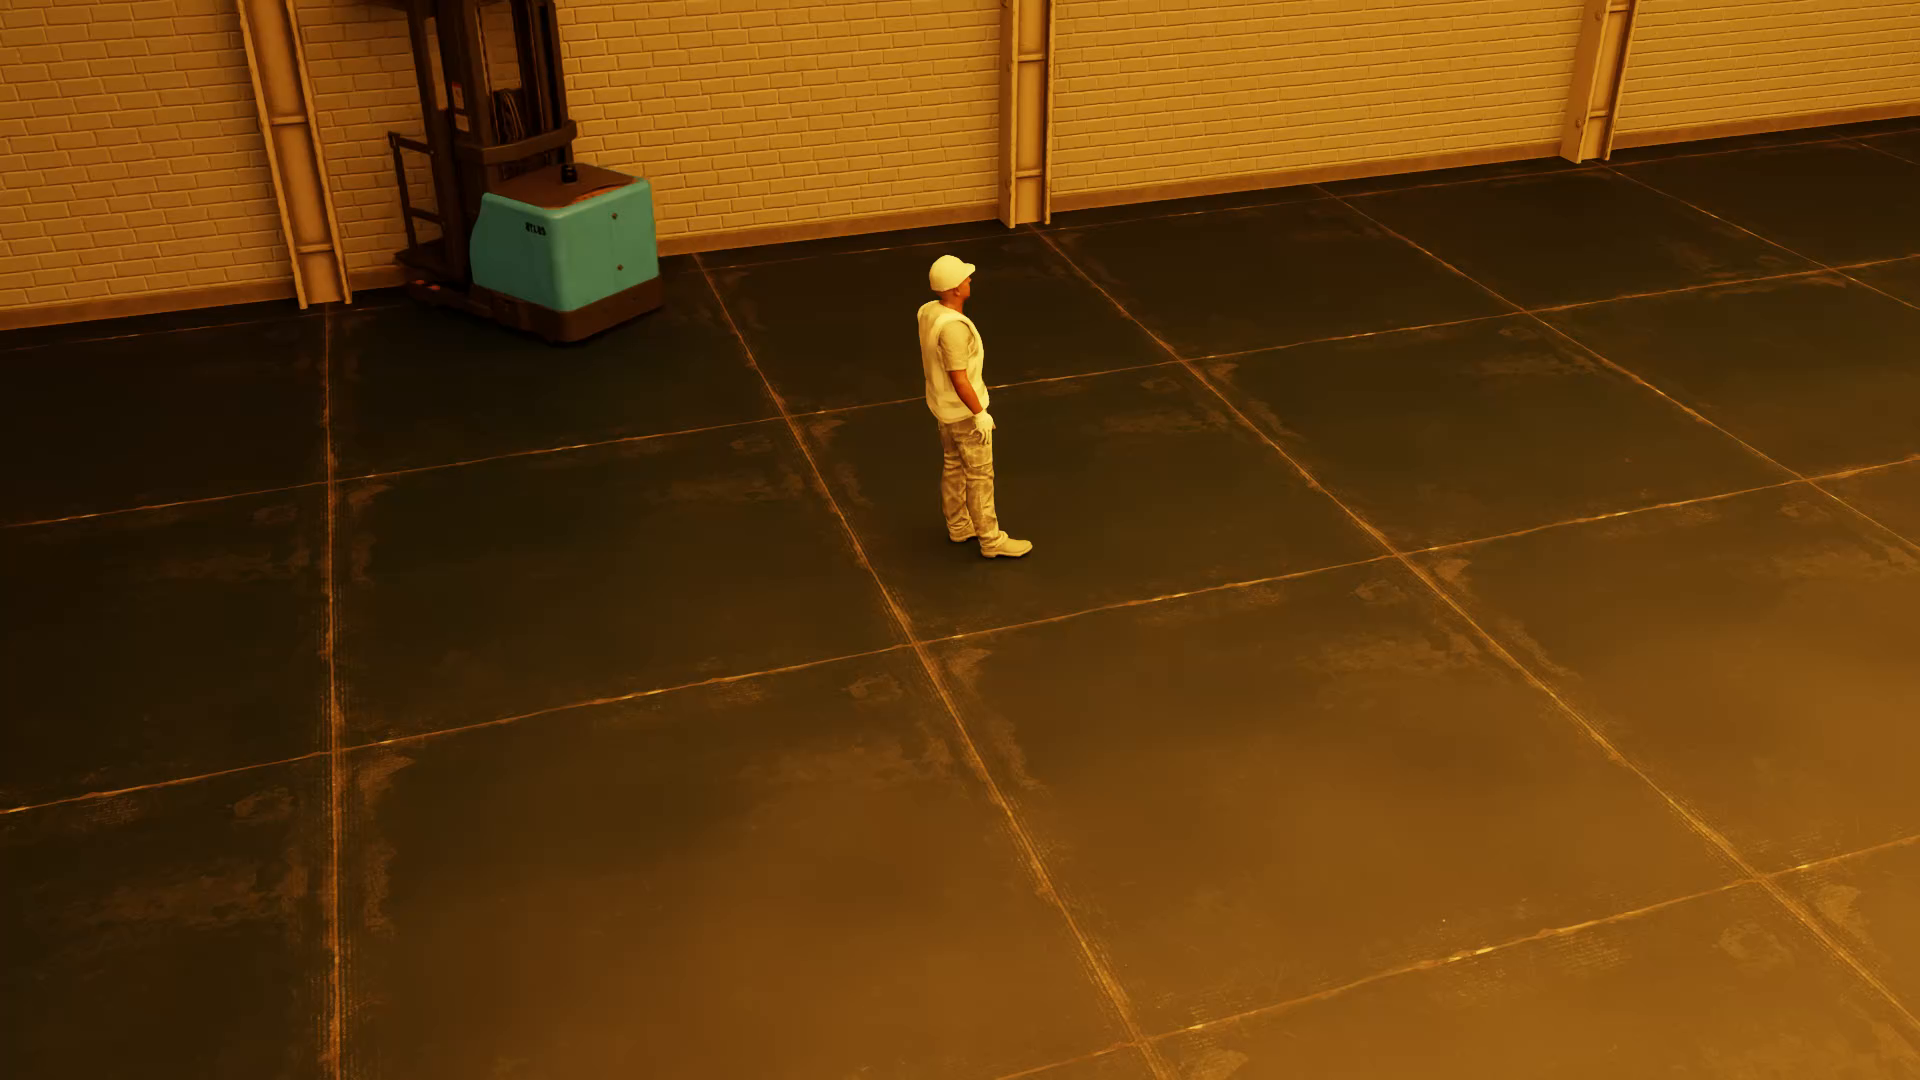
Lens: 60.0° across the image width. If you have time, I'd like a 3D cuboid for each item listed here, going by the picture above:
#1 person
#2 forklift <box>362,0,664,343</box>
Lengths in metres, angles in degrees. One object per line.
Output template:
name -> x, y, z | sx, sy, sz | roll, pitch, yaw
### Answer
person -> 0.071, -0.786, 9.590 | 0.577, 1.782, 0.656 | -10, 31, -16
forklift -> -3.822, -3.326, 12.867 | 3.031, 2.935, 1.130 | 20, 36, 31
